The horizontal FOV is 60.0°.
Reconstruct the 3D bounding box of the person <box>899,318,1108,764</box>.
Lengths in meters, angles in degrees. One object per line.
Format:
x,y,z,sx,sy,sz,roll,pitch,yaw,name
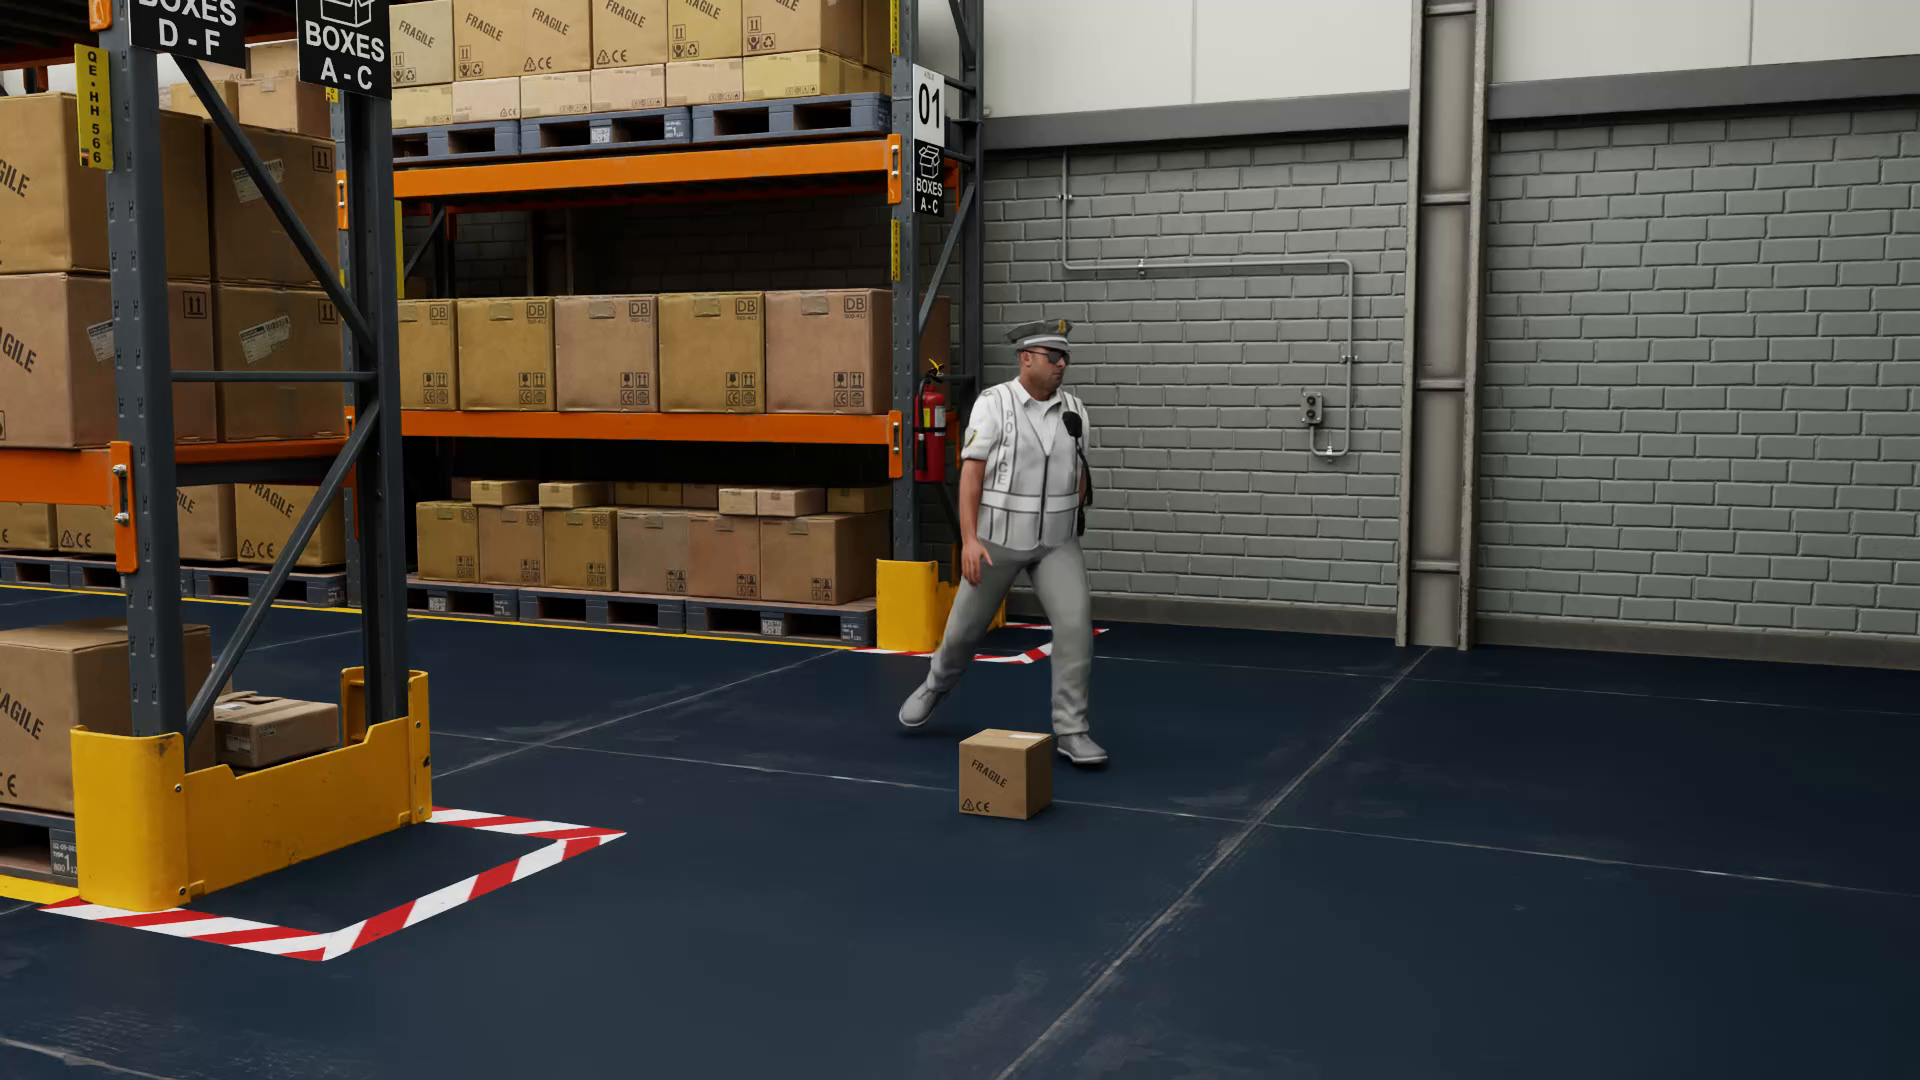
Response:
0.168,-0.019,6.672,0.696,1.721,0.953,-2,6,-15,person
